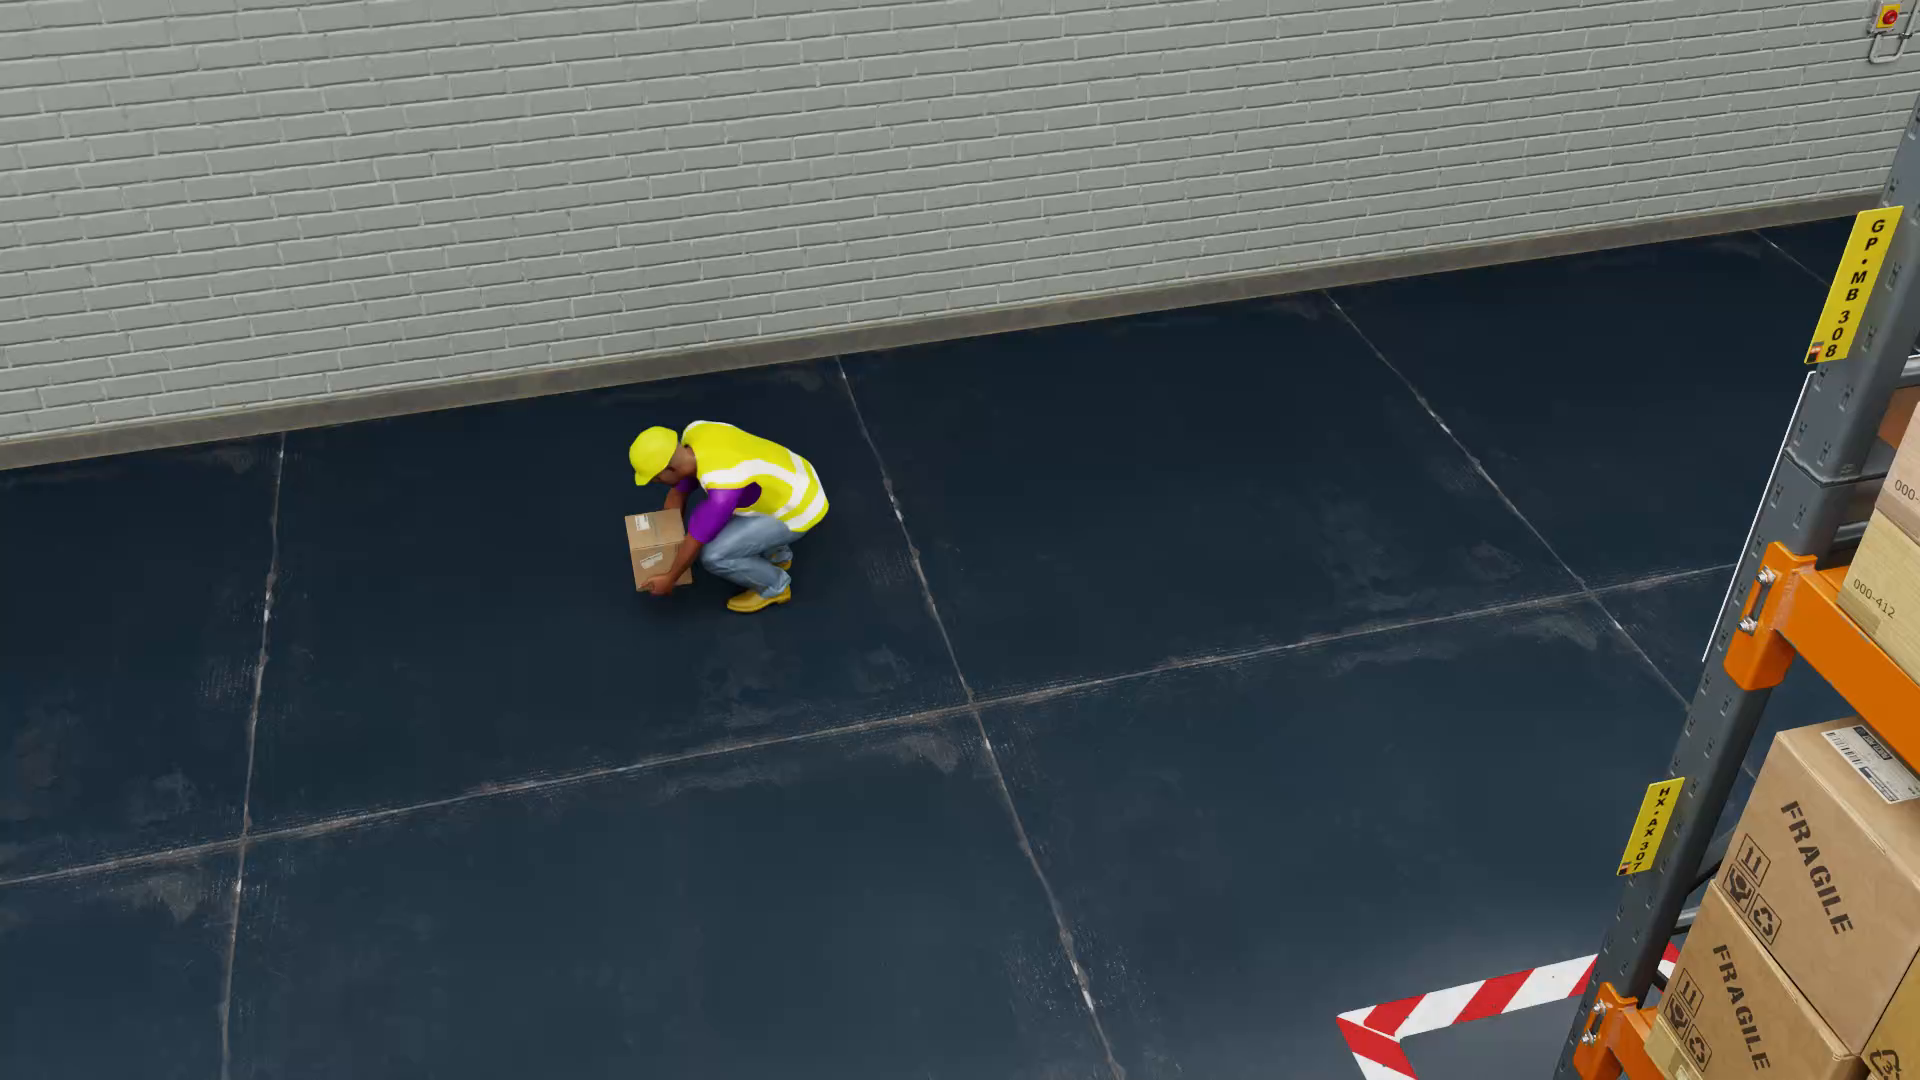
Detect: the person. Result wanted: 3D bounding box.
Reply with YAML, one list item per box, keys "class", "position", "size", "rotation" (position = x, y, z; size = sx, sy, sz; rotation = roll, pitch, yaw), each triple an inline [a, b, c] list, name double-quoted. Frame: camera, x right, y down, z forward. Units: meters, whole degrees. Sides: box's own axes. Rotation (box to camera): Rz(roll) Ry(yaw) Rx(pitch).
- class: "person"
  position: [-1.042, -0.136, 7.490]
  size: [0.897, 1.013, 0.546]
  rotation: [-10, 39, -13]
